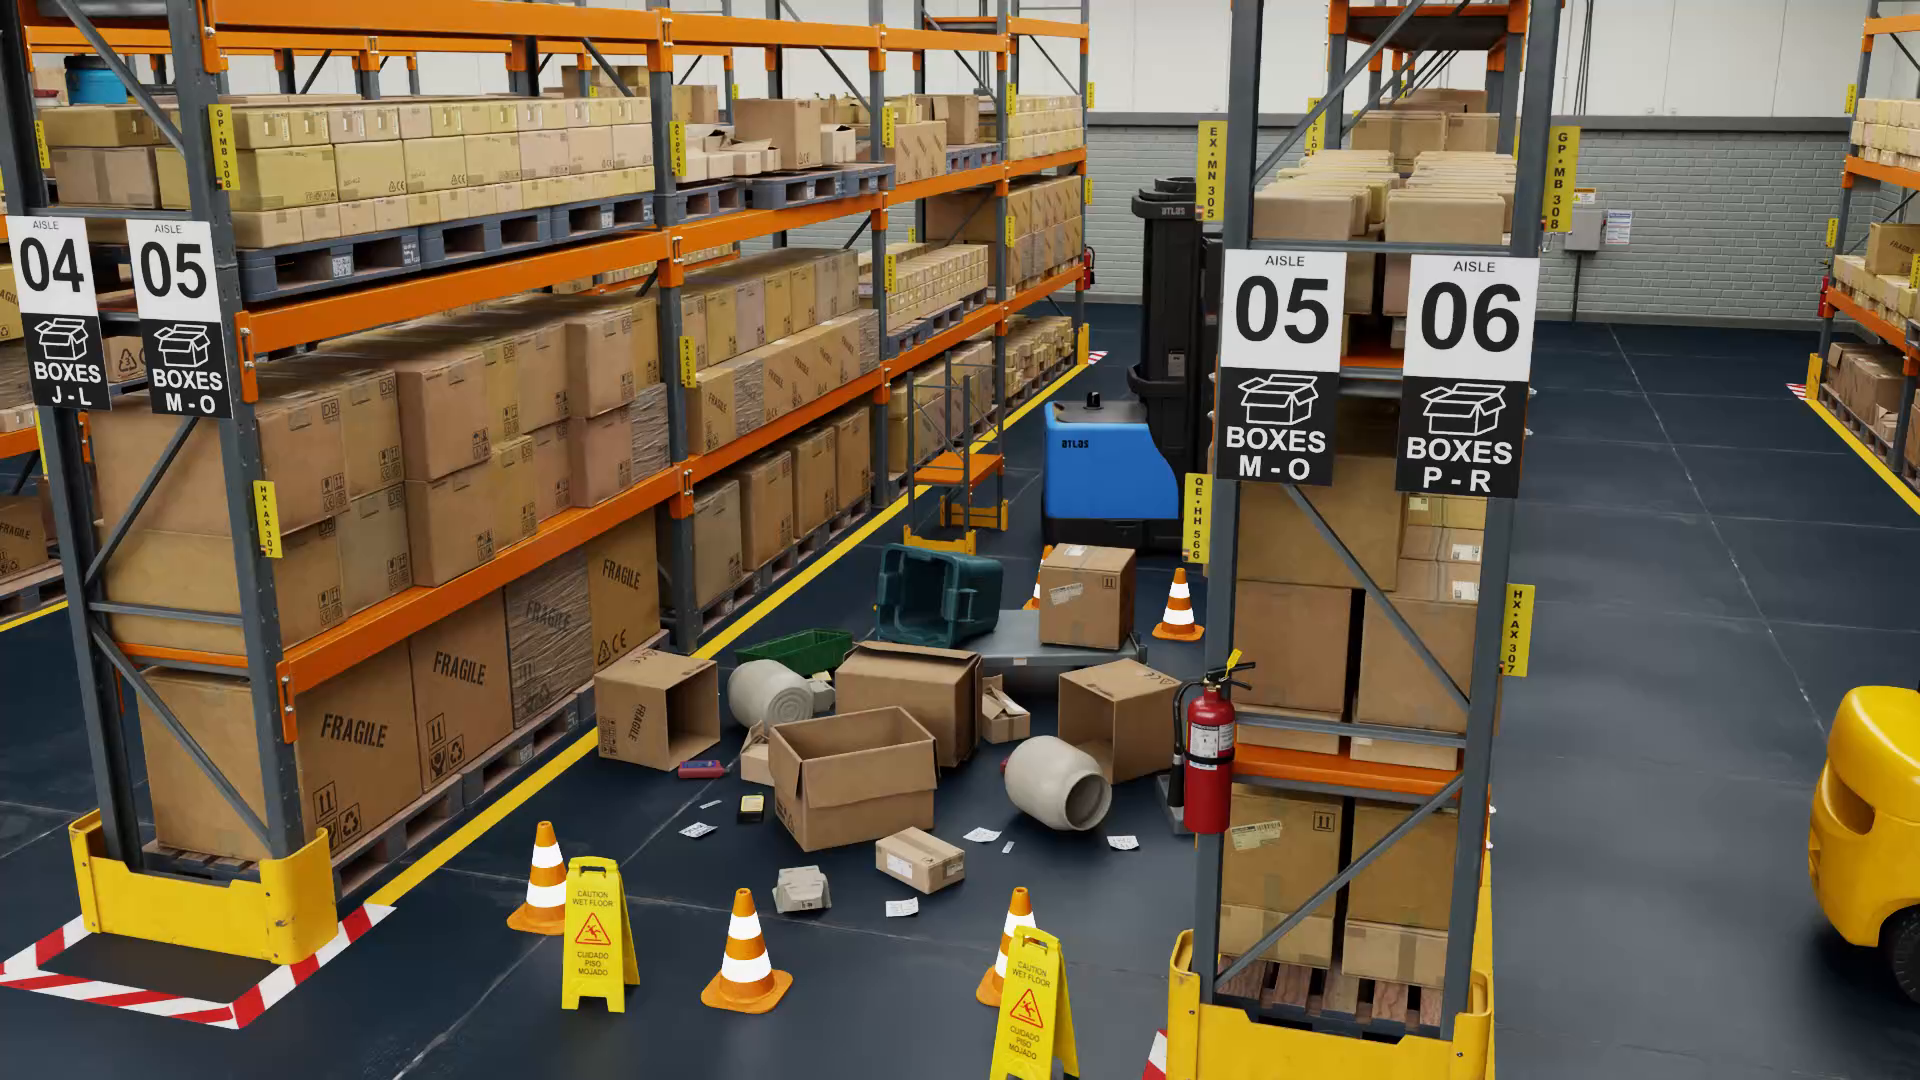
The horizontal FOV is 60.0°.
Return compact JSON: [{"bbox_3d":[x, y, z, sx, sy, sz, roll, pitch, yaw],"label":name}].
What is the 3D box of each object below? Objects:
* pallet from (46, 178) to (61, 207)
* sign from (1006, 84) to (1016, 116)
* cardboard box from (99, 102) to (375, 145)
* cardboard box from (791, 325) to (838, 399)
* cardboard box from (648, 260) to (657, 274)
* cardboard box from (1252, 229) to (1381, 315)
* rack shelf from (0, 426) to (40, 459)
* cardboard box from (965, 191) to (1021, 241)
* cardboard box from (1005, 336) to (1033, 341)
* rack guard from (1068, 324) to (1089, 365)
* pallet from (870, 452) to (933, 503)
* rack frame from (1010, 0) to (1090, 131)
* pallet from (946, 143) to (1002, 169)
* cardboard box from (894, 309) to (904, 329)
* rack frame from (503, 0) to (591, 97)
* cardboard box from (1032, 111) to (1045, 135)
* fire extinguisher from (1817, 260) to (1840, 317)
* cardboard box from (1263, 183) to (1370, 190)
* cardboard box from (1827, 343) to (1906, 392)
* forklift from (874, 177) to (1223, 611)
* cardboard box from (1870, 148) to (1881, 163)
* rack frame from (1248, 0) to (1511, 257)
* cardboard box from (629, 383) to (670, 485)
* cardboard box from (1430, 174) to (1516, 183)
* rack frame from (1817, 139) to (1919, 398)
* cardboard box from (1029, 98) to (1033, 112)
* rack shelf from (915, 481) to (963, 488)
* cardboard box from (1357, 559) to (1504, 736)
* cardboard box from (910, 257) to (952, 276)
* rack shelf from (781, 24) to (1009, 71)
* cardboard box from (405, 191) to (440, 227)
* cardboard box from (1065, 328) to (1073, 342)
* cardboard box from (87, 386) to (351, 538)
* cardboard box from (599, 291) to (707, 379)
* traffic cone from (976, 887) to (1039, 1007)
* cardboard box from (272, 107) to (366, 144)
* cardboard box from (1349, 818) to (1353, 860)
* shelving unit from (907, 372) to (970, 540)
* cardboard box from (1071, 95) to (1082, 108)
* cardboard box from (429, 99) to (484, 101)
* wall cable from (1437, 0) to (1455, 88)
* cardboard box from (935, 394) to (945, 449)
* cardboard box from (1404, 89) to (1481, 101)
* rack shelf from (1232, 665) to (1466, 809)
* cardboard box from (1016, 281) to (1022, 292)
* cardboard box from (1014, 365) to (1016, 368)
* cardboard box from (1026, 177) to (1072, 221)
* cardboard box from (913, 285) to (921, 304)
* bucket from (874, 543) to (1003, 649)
[{"bbox_3d":[-6.717,-2.639,12.485,1.213,0.211,1.003,5,16,16],"label":"pallet"},{"bbox_3d":[0.539,-4.654,17.576,0.100,0.325,0.005,5,16,16],"label":"sign"},{"bbox_3d":[-3.381,-1.978,7.857,0.388,0.149,1.526,5,17,16],"label":"cardboard box"},{"bbox_3d":[-1.286,-1.417,13.145,0.500,0.500,0.500,4,16,15],"label":"cardboard box"},{"bbox_3d":[-4.023,-3.431,20.888,0.380,0.149,0.250,4,16,15],"label":"cardboard box"},{"bbox_3d":[1.258,-0.987,6.045,0.500,0.250,0.500,4,16,15],"label":"cardboard box"},{"bbox_3d":[-7.563,-0.264,10.581,1.077,0.370,4.000,5,16,16],"label":"rack shelf"},{"bbox_3d":[0.368,-3.587,18.417,0.500,0.500,0.500,5,17,17],"label":"cardboard box"},{"bbox_3d":[0.663,-2.351,19.987,0.380,0.149,0.250,4,16,14],"label":"cardboard box"},{"bbox_3d":[1.121,-2.639,22.218,1.175,0.500,0.348,5,16,16],"label":"rack guard"},{"bbox_3d":[-0.907,-0.632,15.669,1.003,0.211,1.213,5,16,16],"label":"pallet"},{"bbox_3d":[1.143,-6.748,21.129,1.000,3.000,0.127,5,16,16],"label":"rack frame"},{"bbox_3d":[3.324,-2.576,12.170,11.154,0.261,9.239,5,16,16],"label":"pallet"},{"bbox_3d":[-0.734,-2.021,15.150,0.380,0.149,0.250,5,17,19],"label":"cardboard box"},{"bbox_3d":[-4.721,-6.112,18.888,1.000,3.000,0.127,5,16,16],"label":"rack frame"},{"bbox_3d":[0.675,-4.795,19.098,0.500,0.250,0.500,5,17,17],"label":"cardboard box"},{"bbox_3d":[10.276,-2.978,19.657,0.296,0.674,0.183,5,16,16],"label":"fire extinguisher"},{"bbox_3d":[1.349,-1.268,6.306,0.380,0.149,0.250,4,16,15],"label":"cardboard box"},{"bbox_3d":[10.413,-1.969,19.079,0.797,0.503,0.637,4,16,14],"label":"cardboard box"},{"bbox_3d":[1.540,-1.216,12.746,4.336,2.935,2.622,0,16,1],"label":"forklift"},{"bbox_3d":[9.988,-4.115,17.802,0.380,0.149,0.250,5,16,16],"label":"cardboard box"},{"bbox_3d":[1.374,-2.204,5.109,0.949,2.616,0.053,5,16,16],"label":"rack frame"},{"bbox_3d":[-2.361,-0.697,10.515,0.875,0.550,0.550,5,16,16],"label":"cardboard box"},{"bbox_3d":[2.128,-1.423,6.852,0.380,0.149,0.250,5,17,17],"label":"cardboard box"},{"bbox_3d":[10.678,-3.120,19.334,1.000,3.000,0.127,5,16,16],"label":"rack frame"},{"bbox_3d":[0.619,-4.948,18.909,0.380,0.149,0.250,4,16,14],"label":"cardboard box"},{"bbox_3d":[-0.024,-0.561,13.585,0.416,0.036,0.922,5,16,16],"label":"rack shelf"},{"bbox_3d":[1.771,0.388,6.236,0.500,0.500,0.500,4,16,15],"label":"cardboard box"},{"bbox_3d":[-0.292,-2.722,16.528,0.380,0.149,0.250,4,16,13],"label":"cardboard box"},{"bbox_3d":[-0.562,-4.640,15.747,1.077,0.370,4.000,5,16,16],"label":"rack shelf"},{"bbox_3d":[-2.713,-1.577,7.903,0.380,0.149,0.250,5,16,16],"label":"cardboard box"},{"bbox_3d":[1.266,-2.675,21.674,0.380,0.149,0.250,4,16,14],"label":"cardboard box"},{"bbox_3d":[-3.262,-0.361,7.353,0.875,0.550,0.550,5,16,16],"label":"cardboard box"},{"bbox_3d":[-2.132,-1.382,11.188,0.700,0.500,0.500,4,16,15],"label":"cardboard box"},{"bbox_3d":[0.256,1.690,7.024,0.336,0.463,0.334,5,16,16],"label":"traffic cone"},{"bbox_3d":[-2.860,-1.827,7.322,0.380,0.149,0.250,4,16,15],"label":"cardboard box"},{"bbox_3d":[1.640,1.298,8.026,0.500,0.250,0.500,4,16,14],"label":"cardboard box"},{"bbox_3d":[-0.033,-0.691,13.517,0.500,1.500,0.985,5,16,16],"label":"shelving unit"},{"bbox_3d":[1.330,-5.555,21.049,0.380,0.149,0.250,4,16,15],"label":"cardboard box"},{"bbox_3d":[-2.912,-2.410,9.378,0.380,0.149,0.250,4,16,15],"label":"cardboard box"},{"bbox_3d":[7.264,-7.900,25.192,0.463,3.000,0.029,5,16,16],"label":"wall cable"},{"bbox_3d":[-0.404,-1.200,16.374,0.500,0.500,0.500,4,16,14],"label":"cardboard box"},{"bbox_3d":[5.133,-4.556,17.756,0.797,0.503,0.637,6,17,20],"label":"cardboard box"},{"bbox_3d":[1.939,0.410,7.845,0.919,0.124,3.809,5,16,16],"label":"rack shelf"},{"bbox_3d":[0.511,-2.961,19.232,0.380,0.149,0.250,4,16,13],"label":"cardboard box"},{"bbox_3d":[0.436,-1.999,19.288,0.380,0.149,0.250,5,16,16],"label":"cardboard box"},{"bbox_3d":[1.107,-4.262,20.799,0.500,0.500,0.500,4,16,14],"label":"cardboard box"},{"bbox_3d":[-0.582,-2.311,15.626,0.380,0.149,0.250,5,17,16],"label":"cardboard box"},{"bbox_3d":[-0.096,0.336,10.362,0.726,0.611,0.620,11,9,35],"label":"bucket"}]
